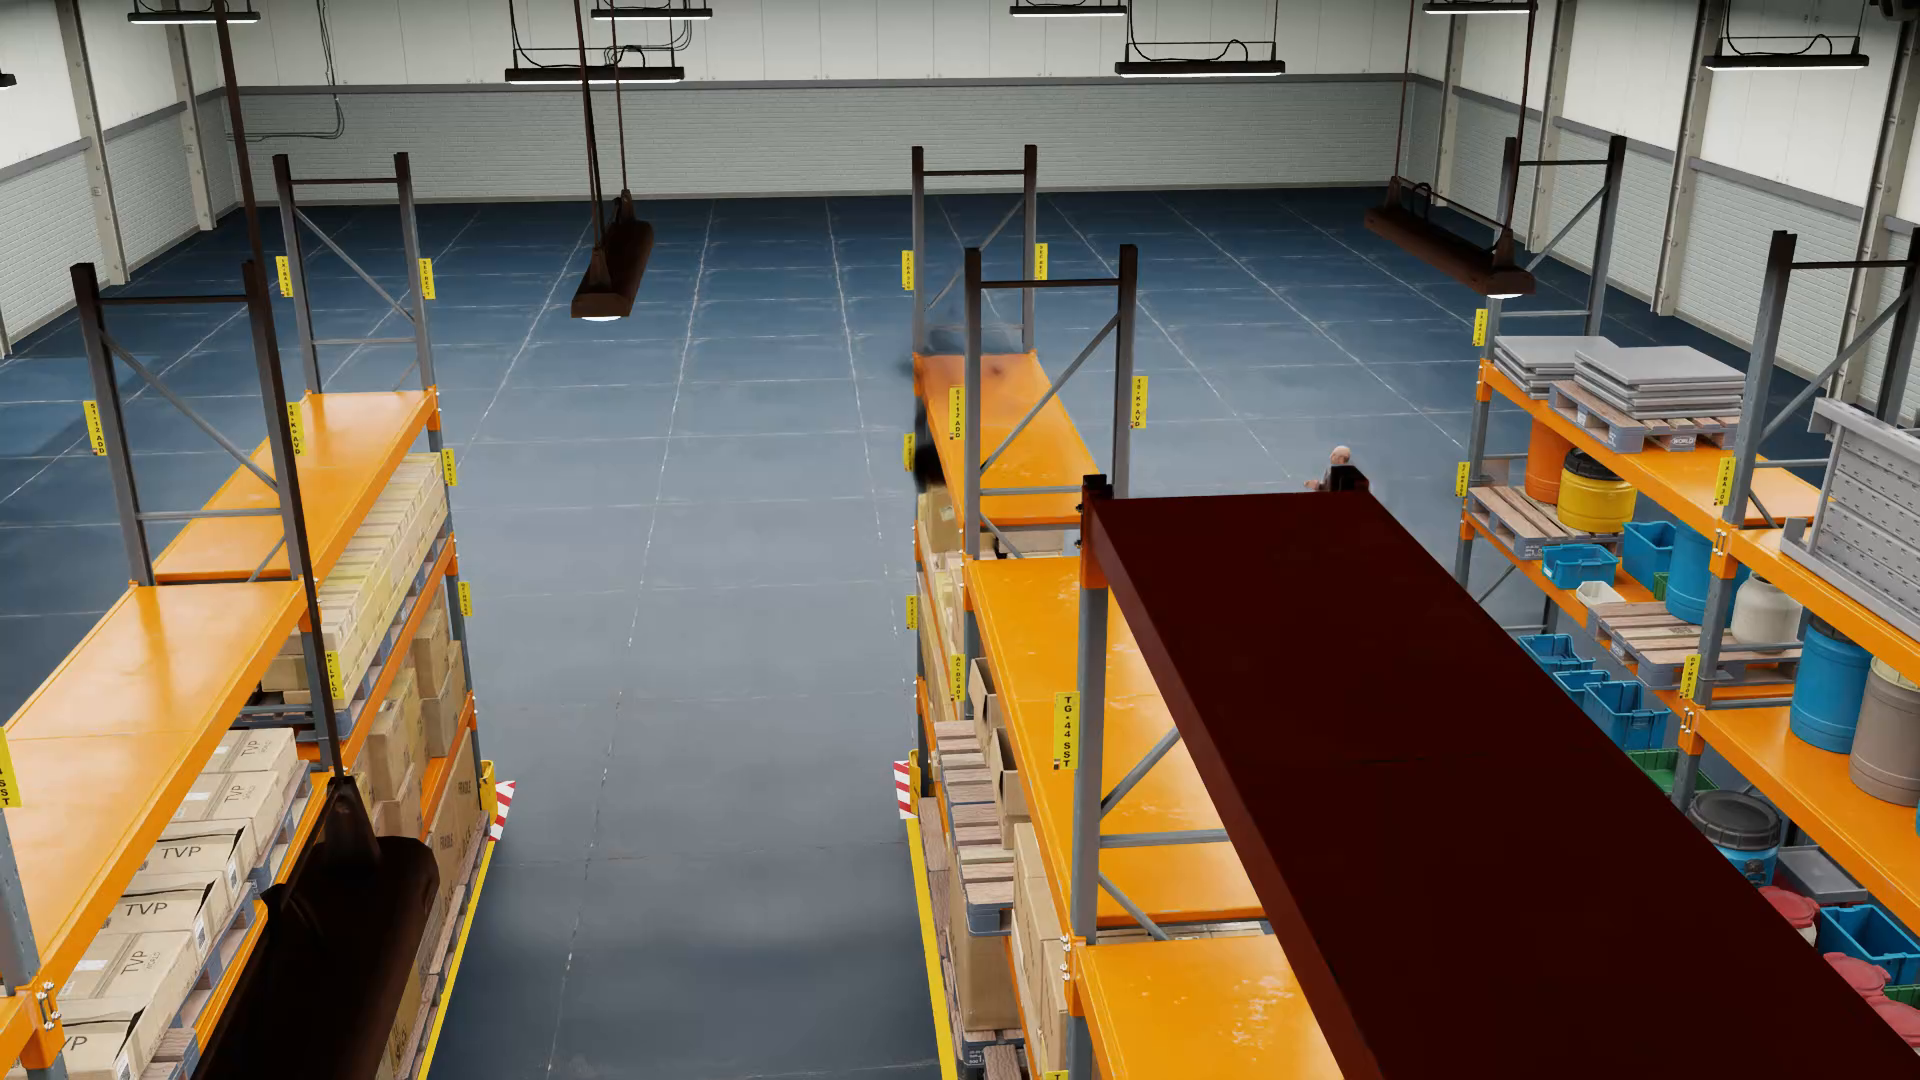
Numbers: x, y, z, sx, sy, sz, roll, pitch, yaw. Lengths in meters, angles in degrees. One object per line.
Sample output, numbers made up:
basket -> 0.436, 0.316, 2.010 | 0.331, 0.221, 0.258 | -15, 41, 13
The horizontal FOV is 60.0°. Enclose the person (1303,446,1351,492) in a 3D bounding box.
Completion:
person -> 4.460, -0.260, 19.811 | 0.981, 1.804, 0.698 | 5, 22, 12
